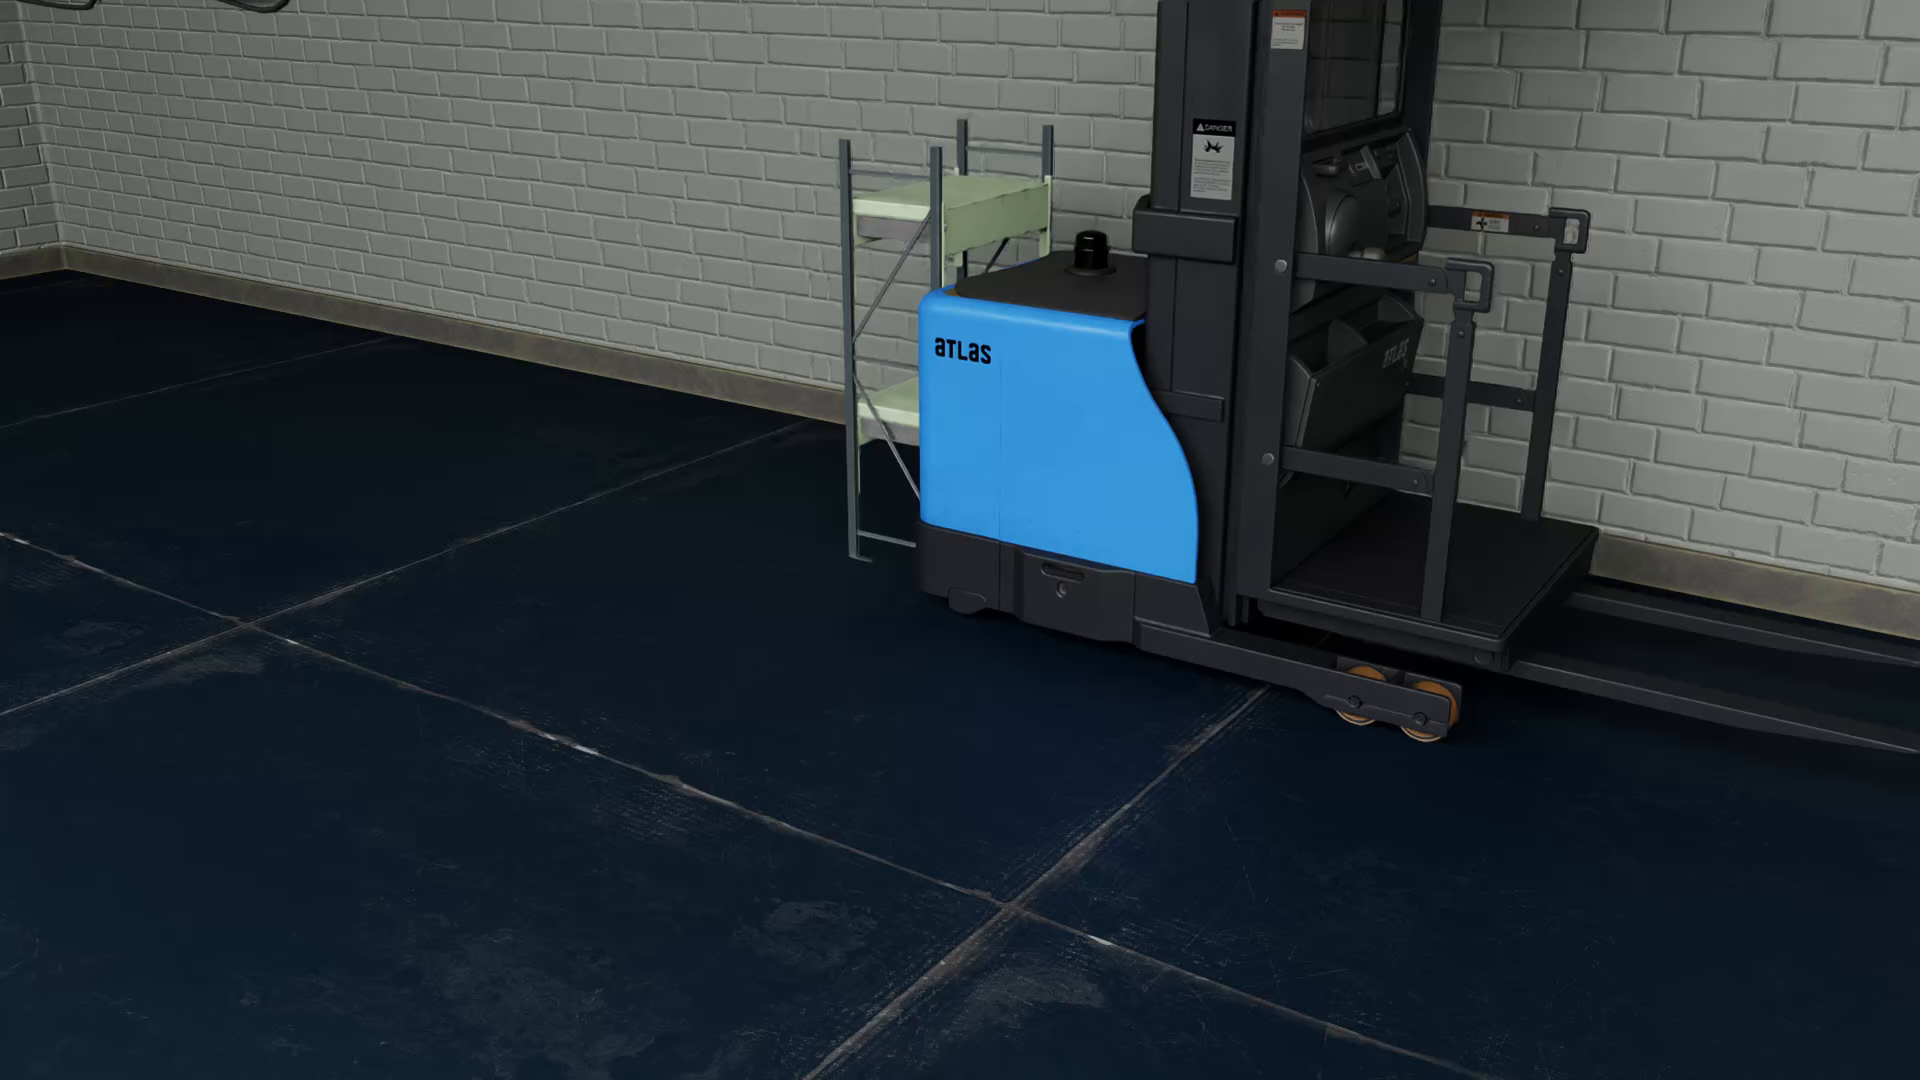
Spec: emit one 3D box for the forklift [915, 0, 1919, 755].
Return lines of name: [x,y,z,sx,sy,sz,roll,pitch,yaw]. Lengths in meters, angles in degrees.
forklift: [1.364,-1.012,4.776,3.031,2.935,1.130,13,24,31]

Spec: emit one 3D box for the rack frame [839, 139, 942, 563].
rack frame: [-0.232,-0.604,5.735,0.400,1.500,0.023,13,24,30]

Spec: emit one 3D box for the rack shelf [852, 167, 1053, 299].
rack shelf: [-0.035,-1.077,5.889,0.431,0.370,0.720,13,24,30]

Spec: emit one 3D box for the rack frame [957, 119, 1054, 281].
rack frame: [0.162,-0.818,6.314,0.400,1.500,0.023,13,24,30]

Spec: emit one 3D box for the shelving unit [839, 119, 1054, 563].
shelving unit: [-0.035,-0.711,6.025,0.431,1.500,0.755,13,24,30]

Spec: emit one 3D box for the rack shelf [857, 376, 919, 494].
rack shelf: [-0.035,-0.405,6.138,0.431,0.370,0.720,13,24,30]

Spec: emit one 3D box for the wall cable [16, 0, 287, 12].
wall cable: [-4.840,-4.302,9.401,3.097,2.526,0.112,13,24,32]
